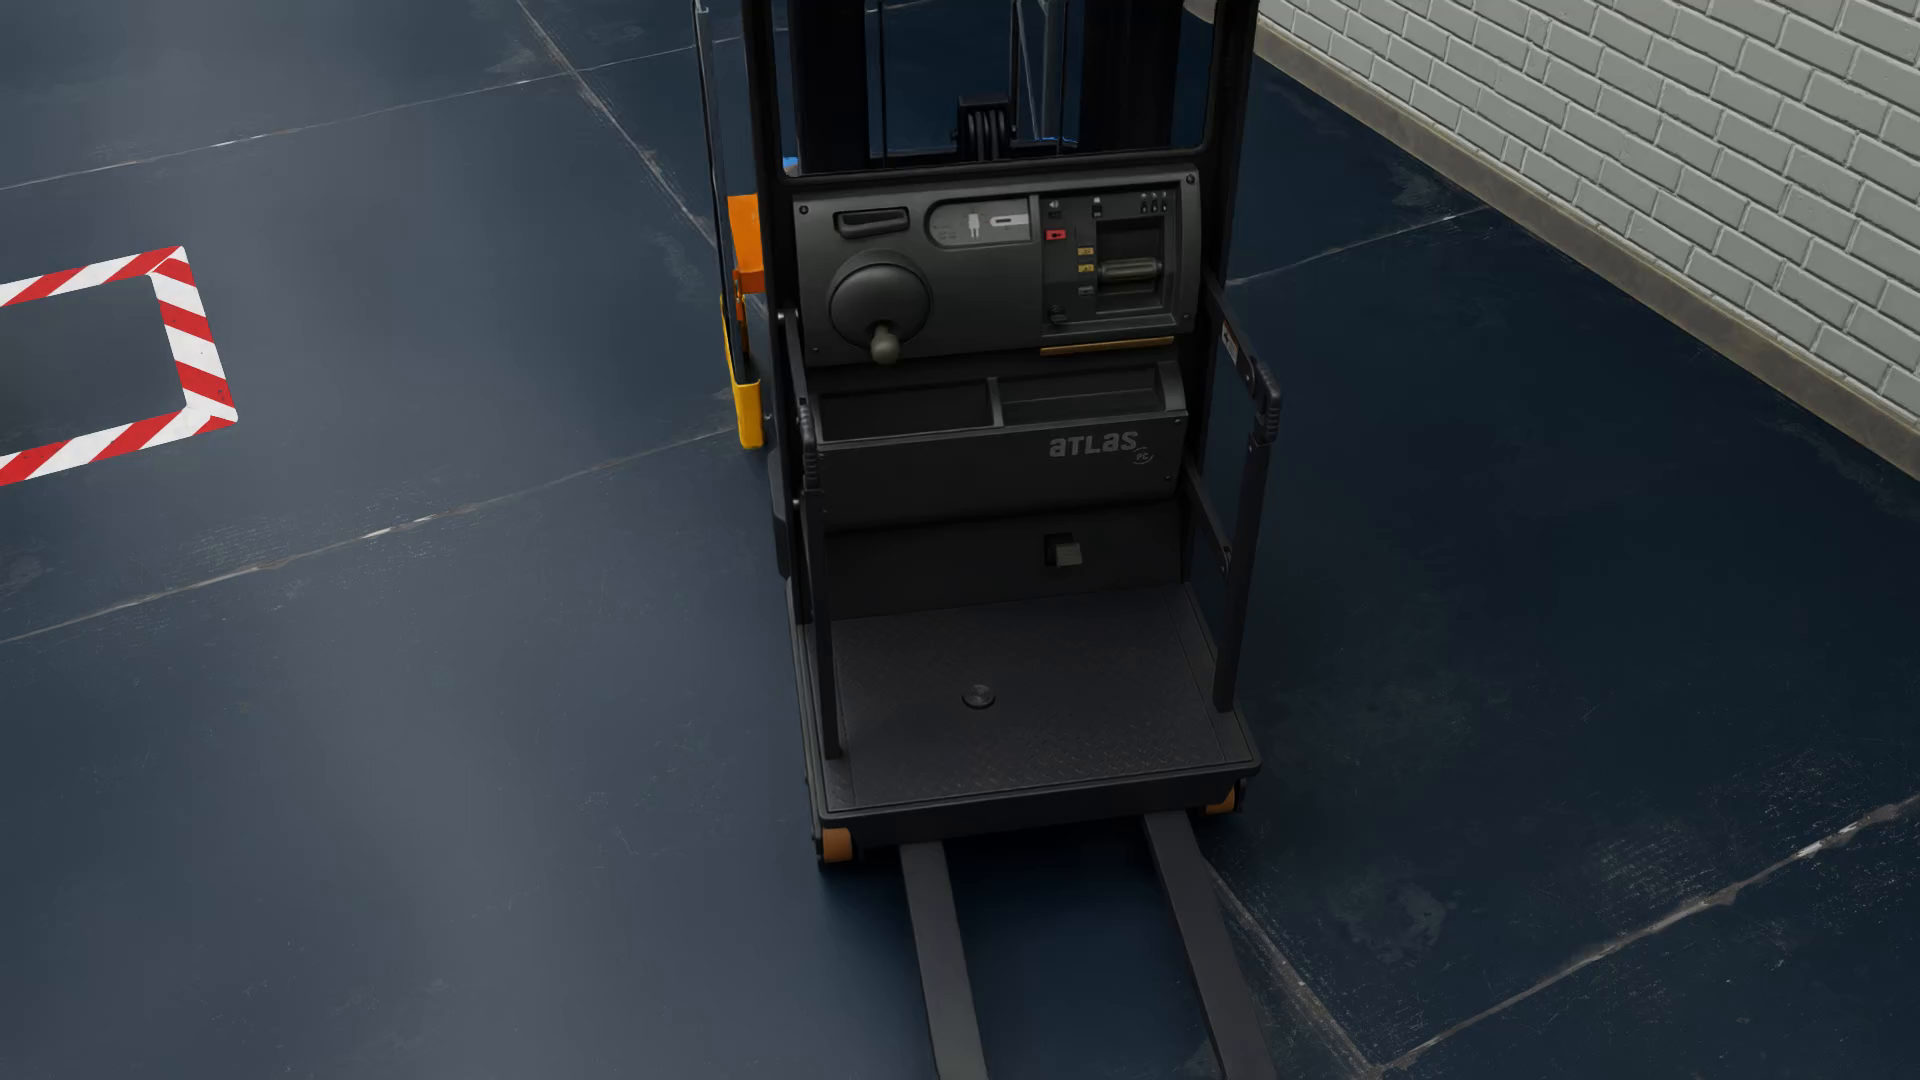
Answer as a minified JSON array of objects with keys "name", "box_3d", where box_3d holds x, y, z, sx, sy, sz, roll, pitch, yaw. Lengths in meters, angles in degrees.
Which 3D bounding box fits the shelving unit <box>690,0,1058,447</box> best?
[{"name":"shelving unit","box_3d":[-0.266,-1.138,5.434,1.083,1.500,0.587,-7,41,-9]}]

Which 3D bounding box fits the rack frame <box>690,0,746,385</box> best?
[{"name":"rack frame","box_3d":[-0.773,-1.073,5.356,0.032,1.500,0.500,-7,41,-9]}]

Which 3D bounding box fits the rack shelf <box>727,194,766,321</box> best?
[{"name":"rack shelf","box_3d":[-0.275,-1.000,5.549,1.000,0.185,0.538,-7,41,-9]}]

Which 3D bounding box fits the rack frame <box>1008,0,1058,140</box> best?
[{"name":"rack frame","box_3d":[0.224,-1.202,5.509,0.032,1.500,0.500,-7,41,-9]}]

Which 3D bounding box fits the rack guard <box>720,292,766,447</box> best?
[{"name":"rack guard","box_3d":[-0.754,-0.598,5.763,0.087,0.250,0.587,-7,41,-9]}]

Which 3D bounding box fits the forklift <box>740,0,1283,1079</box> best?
[{"name":"forklift","box_3d":[0.129,-0.545,3.625,1.130,2.935,3.031,-6,41,-7]}]
